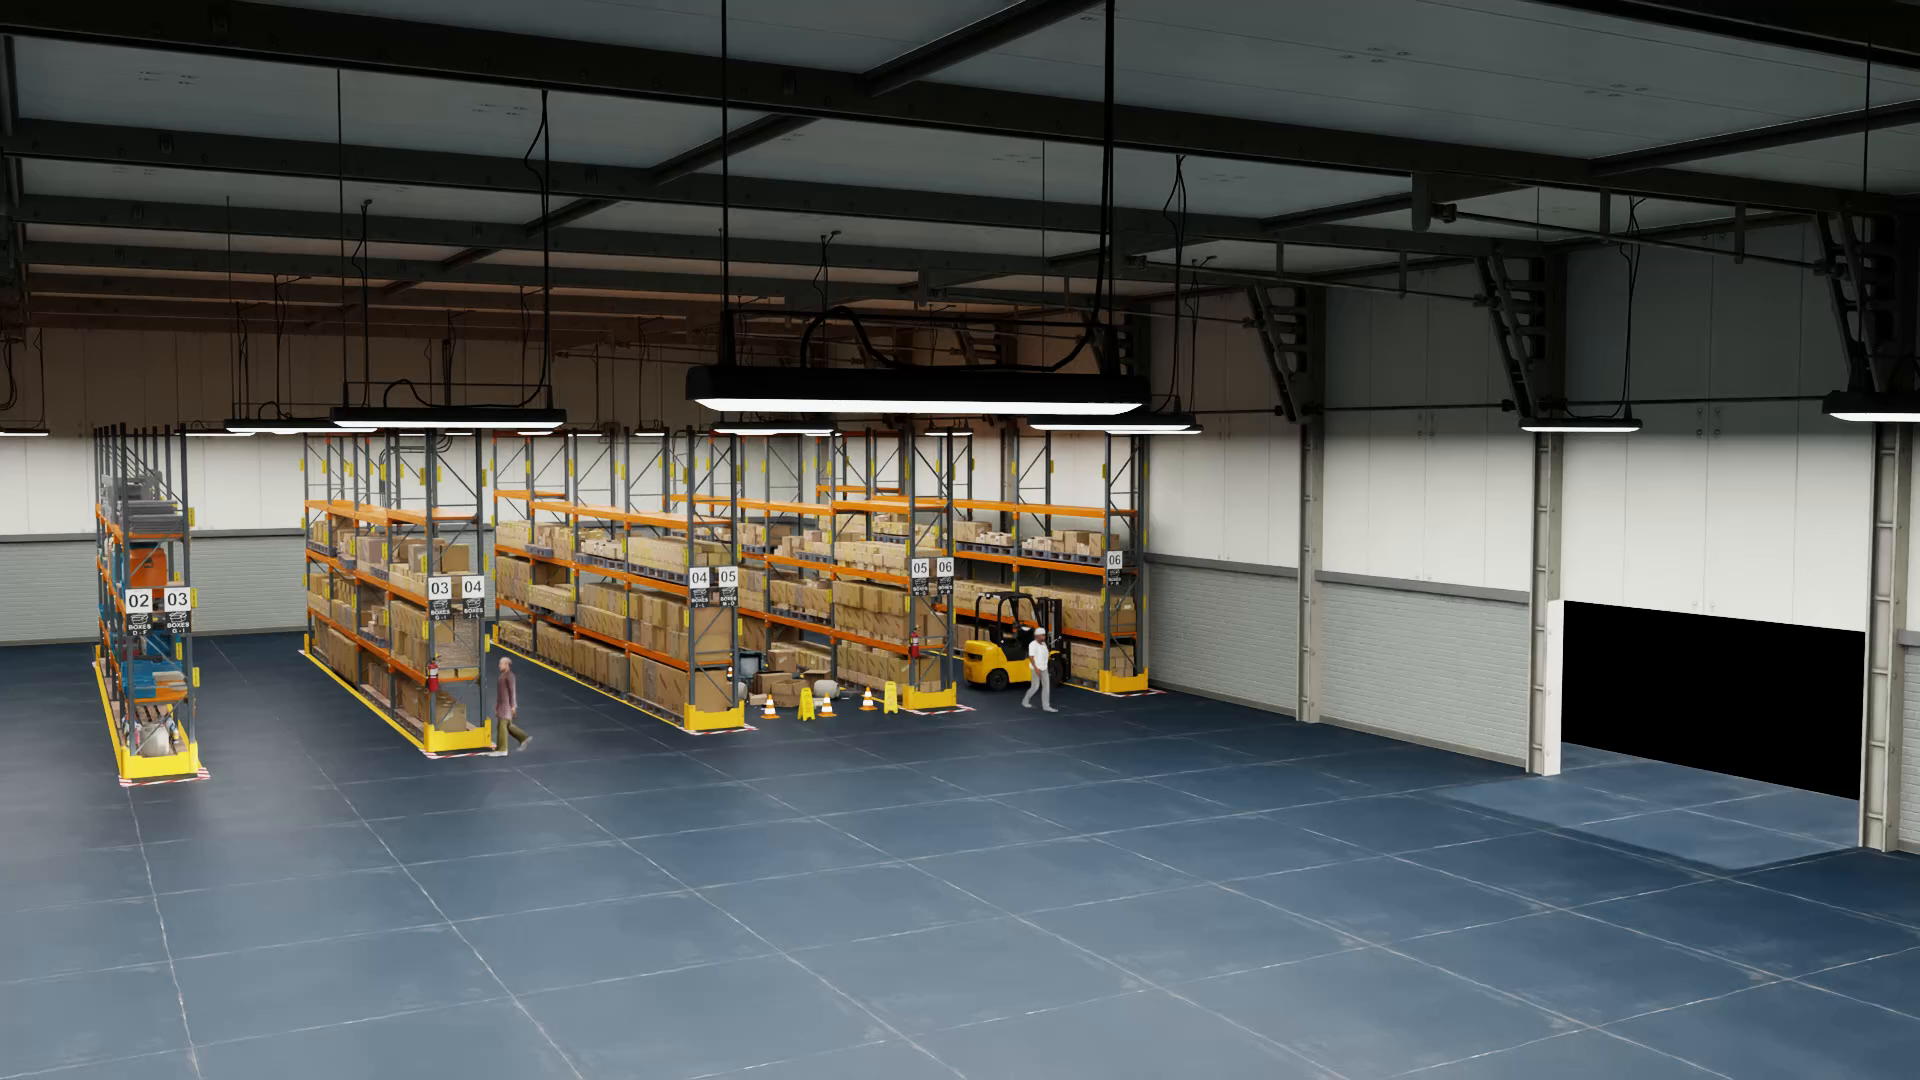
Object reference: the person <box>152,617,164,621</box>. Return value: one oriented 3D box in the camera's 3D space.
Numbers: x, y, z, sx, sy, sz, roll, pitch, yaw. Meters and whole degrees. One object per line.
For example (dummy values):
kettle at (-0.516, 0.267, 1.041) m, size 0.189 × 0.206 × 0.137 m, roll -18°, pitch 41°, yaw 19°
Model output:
person at (-21.167, 2.185, 43.732) m, size 0.631 × 1.754 × 0.567 m, roll 1°, pitch 4°, yaw 20°

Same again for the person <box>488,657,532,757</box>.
person at (-8.180, 3.006, 30.180) m, size 0.860 × 1.764 × 0.557 m, roll -2°, pitch 4°, yaw -26°

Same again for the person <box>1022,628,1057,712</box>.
person at (1.705, 2.733, 35.112) m, size 0.846 × 1.738 × 0.676 m, roll 2°, pitch 4°, yaw 35°
